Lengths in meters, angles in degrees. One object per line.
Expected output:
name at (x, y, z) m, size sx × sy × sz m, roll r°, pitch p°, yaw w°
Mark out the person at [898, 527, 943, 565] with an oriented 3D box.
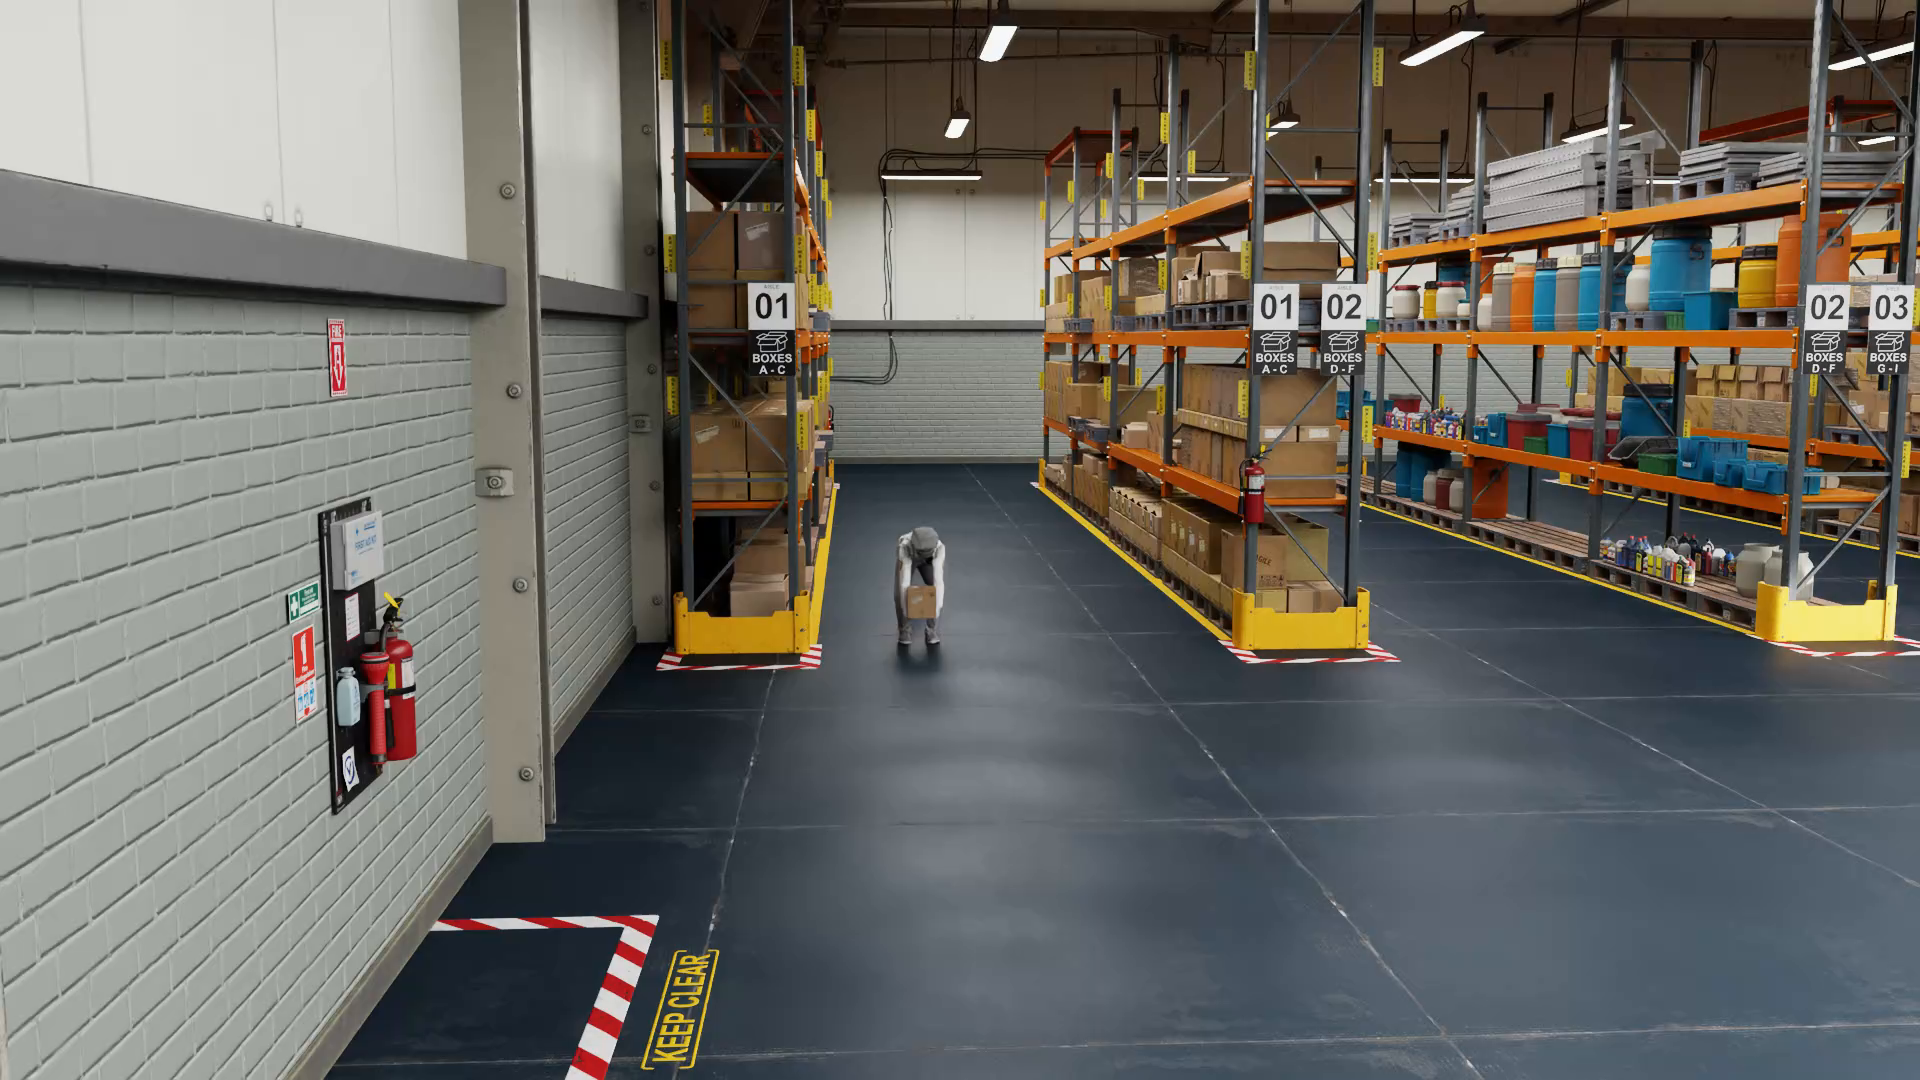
person at (-0.344, 0.044, 14.756) m, size 0.384 × 0.388 × 0.910 m, roll -1°, pitch 7°, yaw -6°
